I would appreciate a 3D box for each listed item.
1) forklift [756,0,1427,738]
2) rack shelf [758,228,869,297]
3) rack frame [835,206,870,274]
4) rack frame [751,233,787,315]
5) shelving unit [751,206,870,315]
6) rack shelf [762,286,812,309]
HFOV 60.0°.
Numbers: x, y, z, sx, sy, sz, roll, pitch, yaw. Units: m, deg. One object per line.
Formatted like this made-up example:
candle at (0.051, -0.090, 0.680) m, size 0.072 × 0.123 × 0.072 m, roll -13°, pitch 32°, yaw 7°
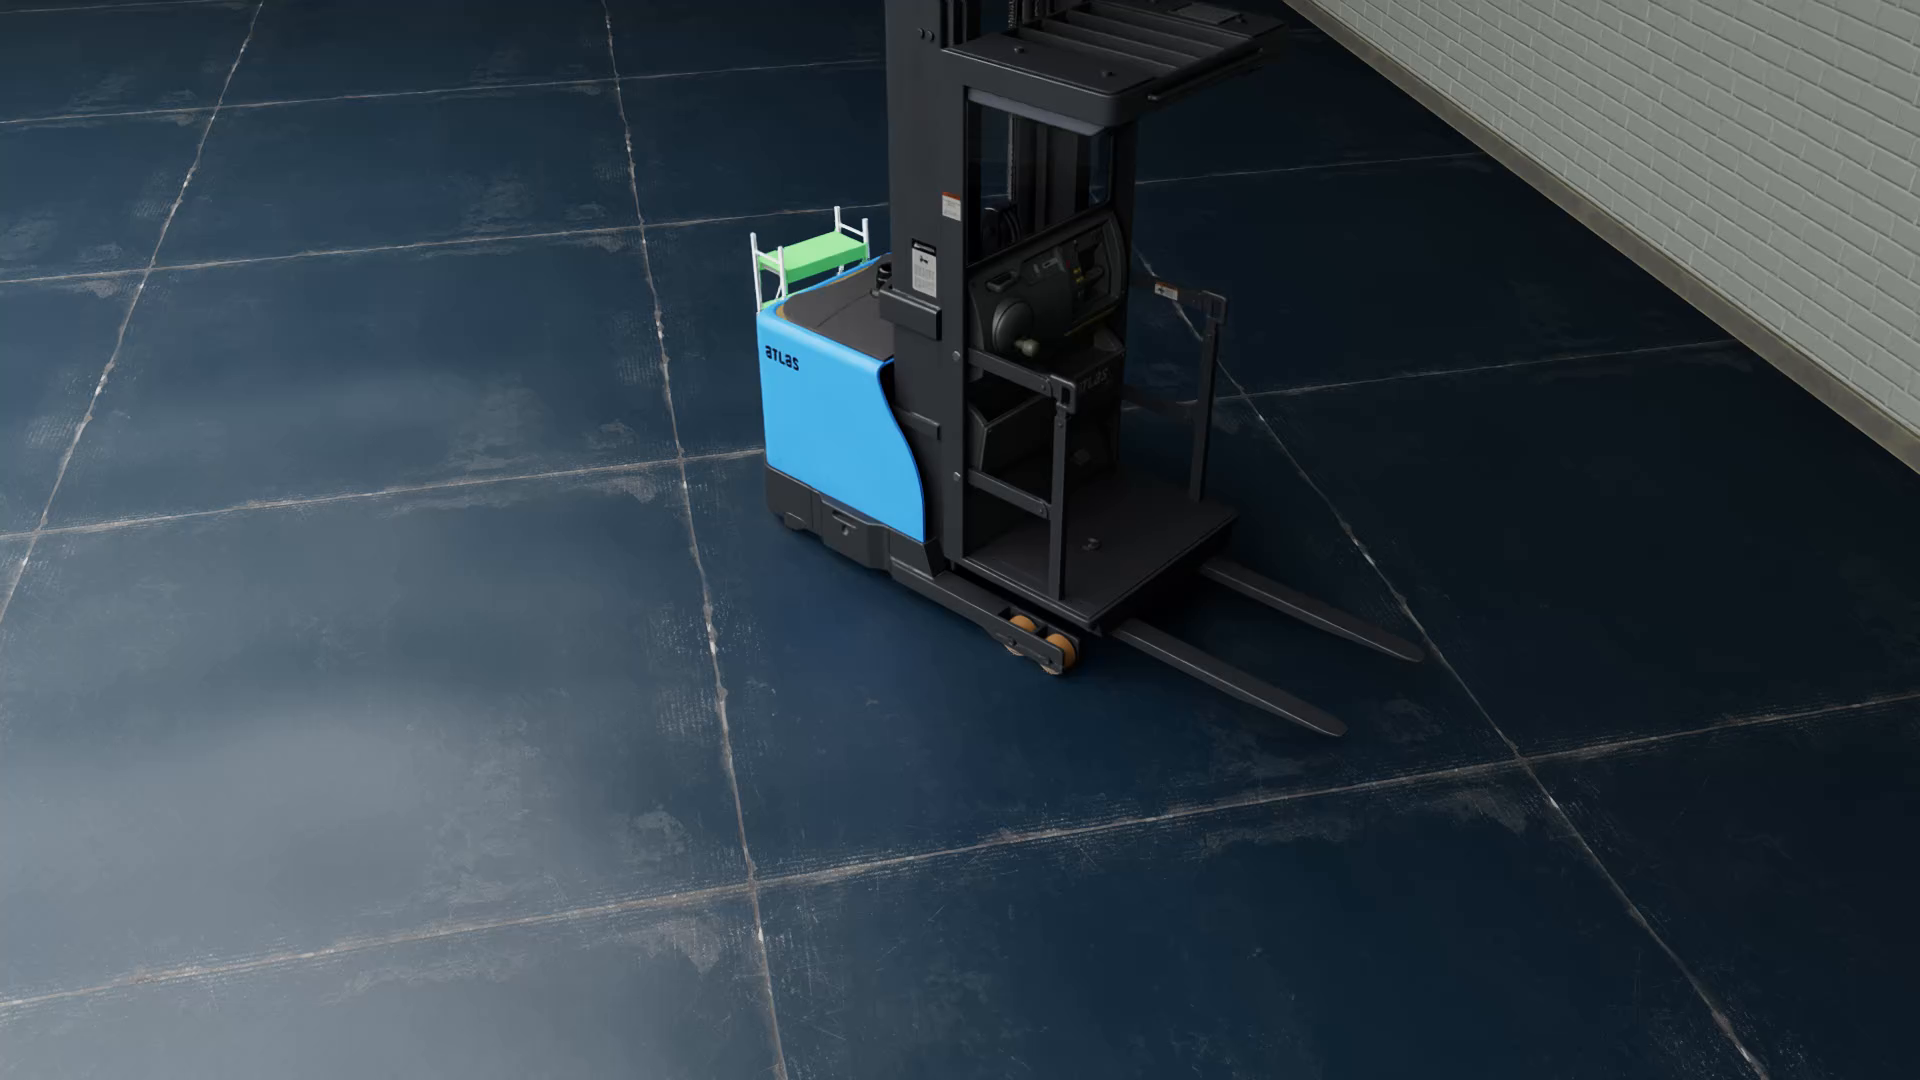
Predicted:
forklift at (0.520, -0.991, 6.596) m, size 3.031 × 2.935 × 1.130 m, roll 26°, pitch 42°, yaw 33°
rack shelf at (-0.699, -1.310, 7.870) m, size 0.480 × 0.148 × 0.258 m, roll -26°, pitch 39°, yaw -33°
rack frame at (-0.503, -1.046, 8.223) m, size 0.015 × 1.200 × 0.240 m, roll -26°, pitch 39°, yaw -33°
rack frame at (-0.873, -0.869, 7.959) m, size 0.015 × 1.200 × 0.240 m, roll -26°, pitch 39°, yaw -33°
shelving unit at (-0.688, -0.958, 8.091) m, size 0.503 × 1.200 × 0.258 m, roll -26°, pitch 39°, yaw -33°
rack shelf at (-0.693, -1.107, 7.997) m, size 0.480 × 0.148 × 0.258 m, roll -26°, pitch 39°, yaw -33°
